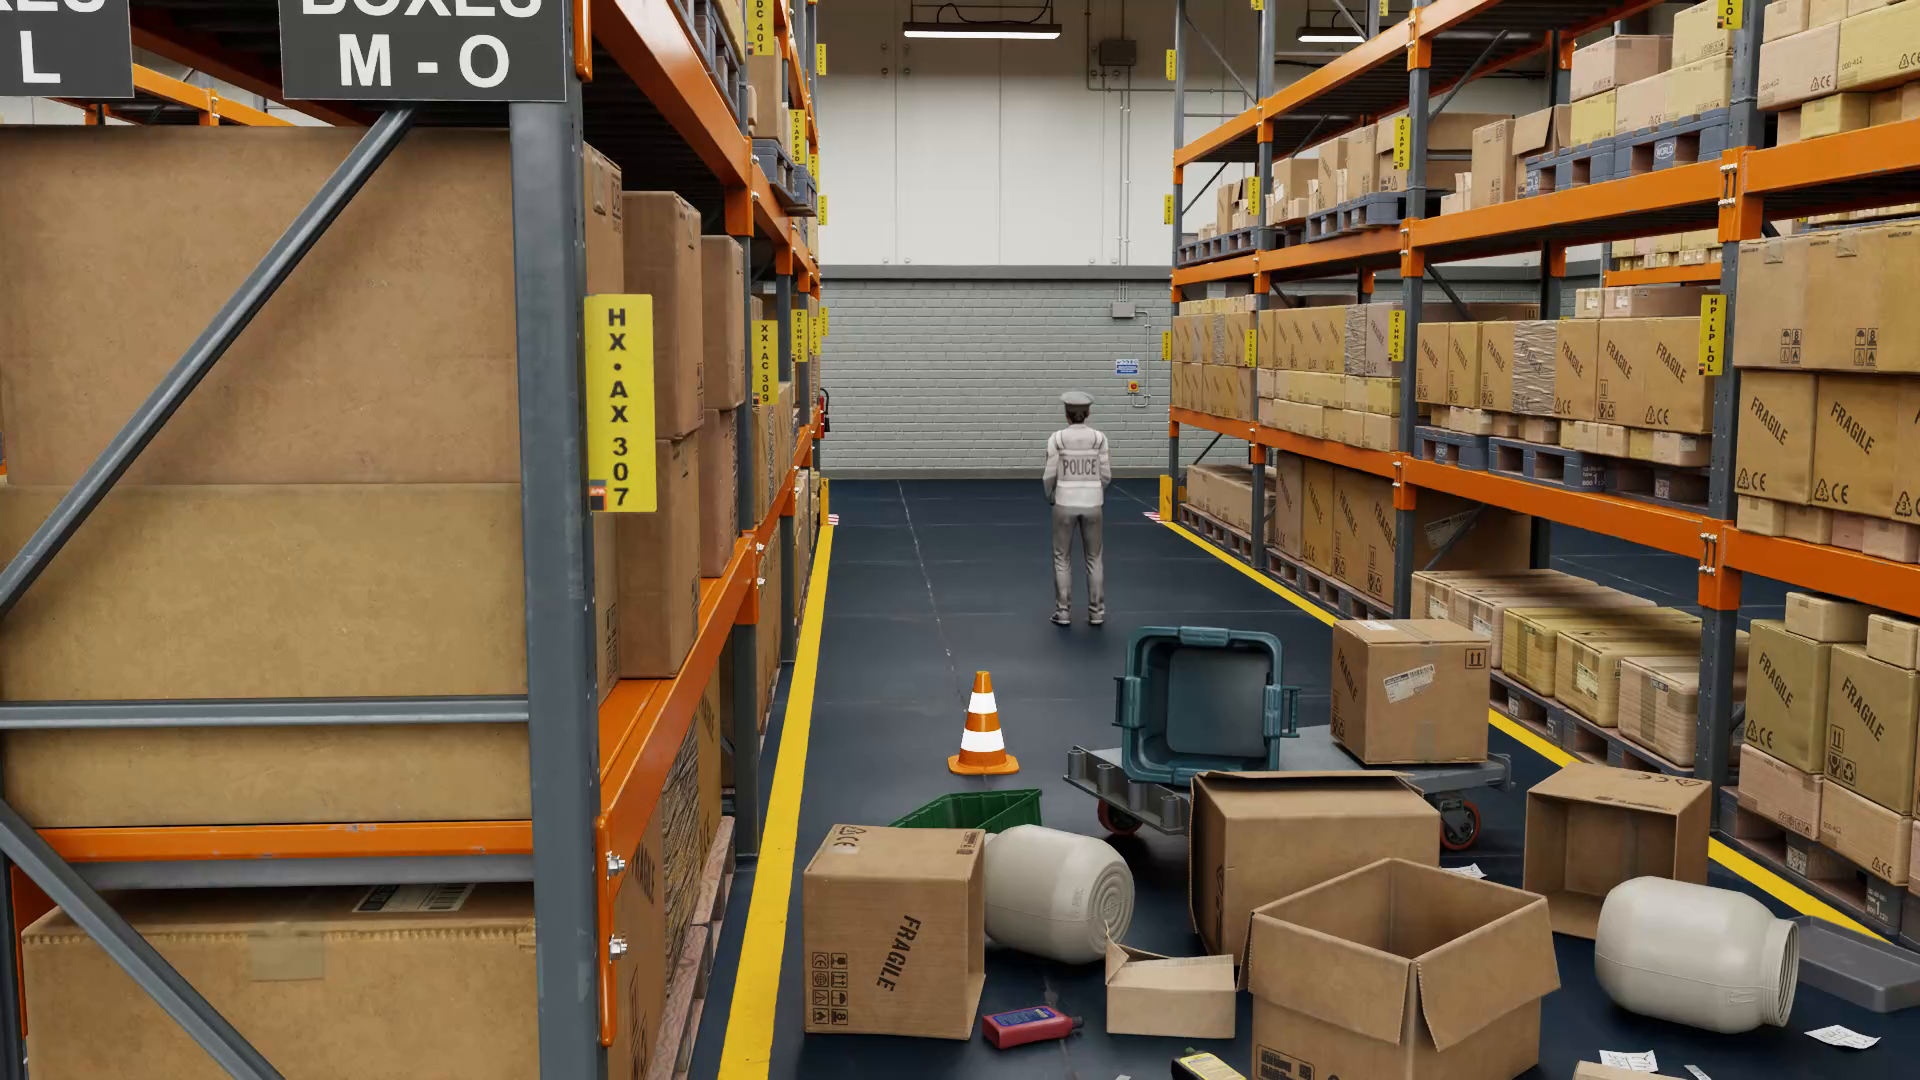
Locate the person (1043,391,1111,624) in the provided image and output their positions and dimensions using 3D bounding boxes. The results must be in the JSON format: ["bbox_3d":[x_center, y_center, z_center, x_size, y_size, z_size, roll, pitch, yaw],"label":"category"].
[{"bbox_3d":[0.840,-0.234,12.059,0.497,1.687,0.439,-1,7,-5],"label":"person"}]
